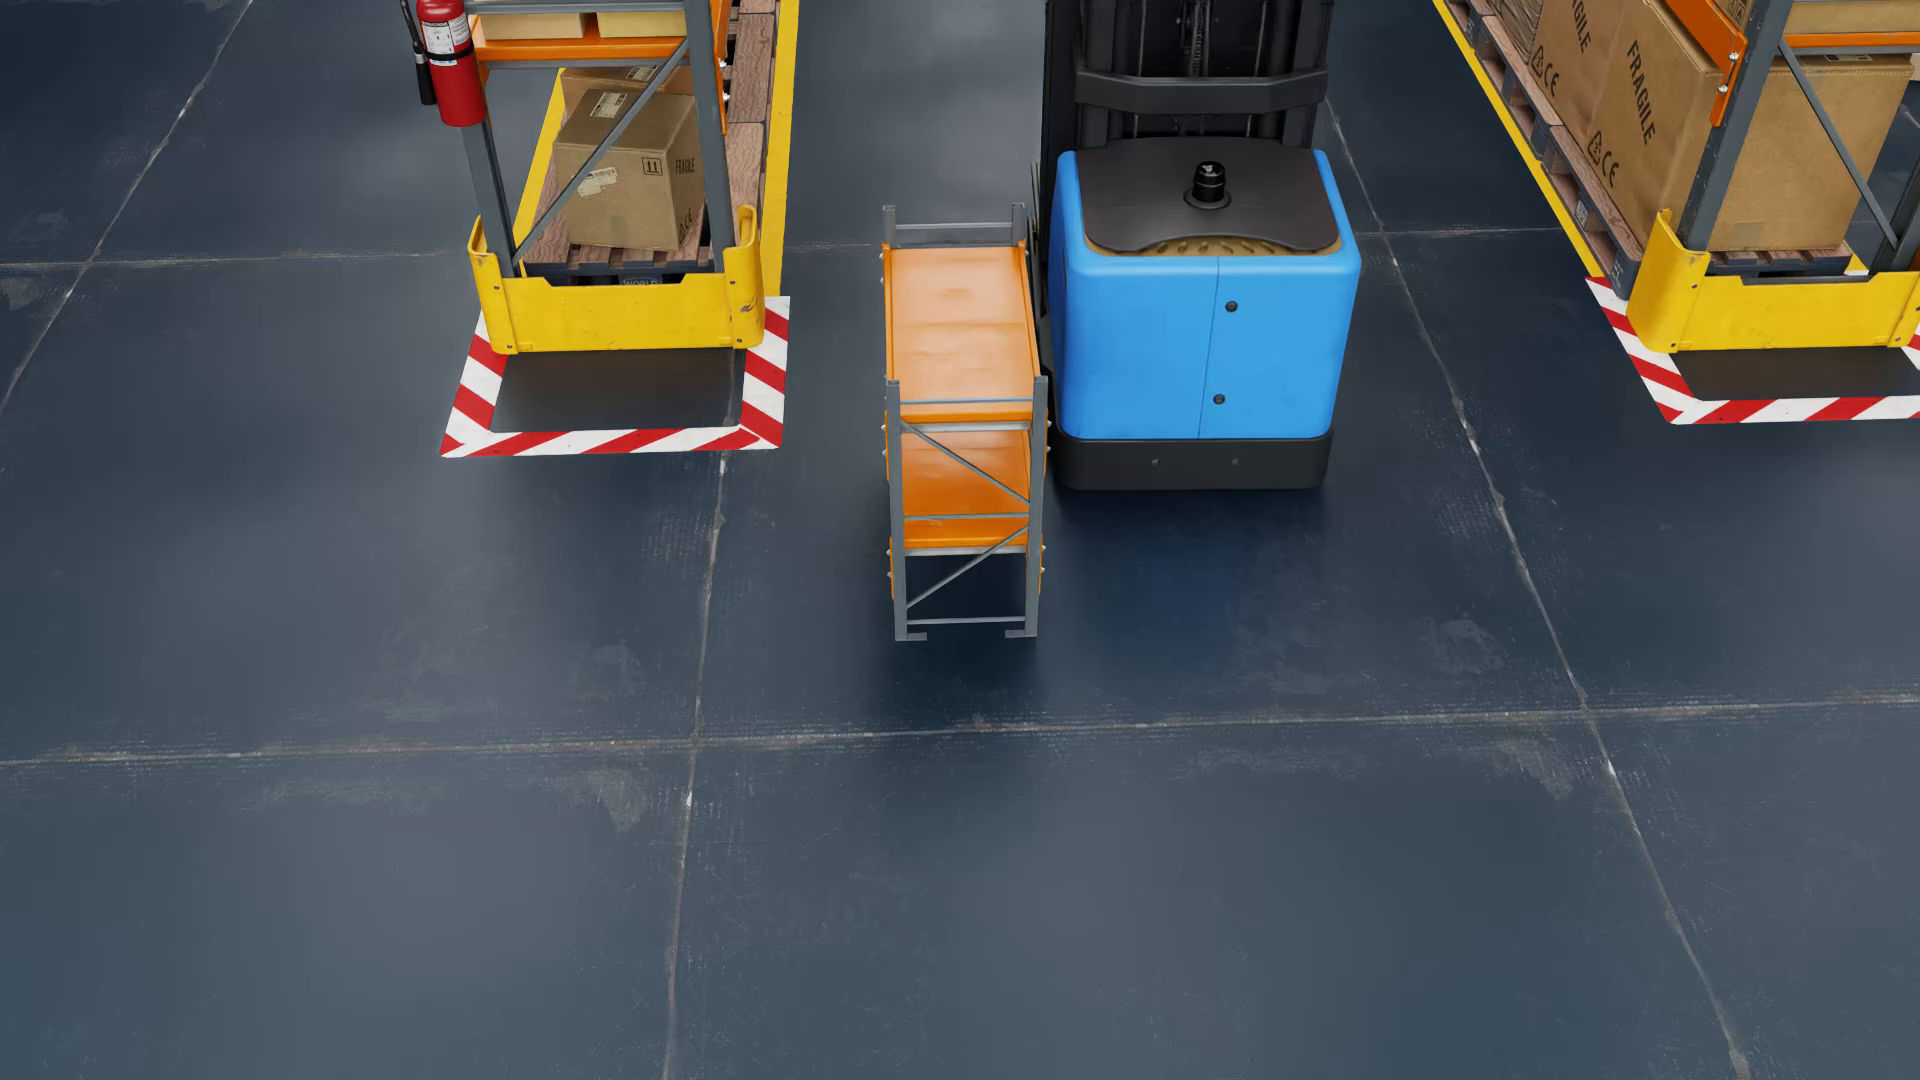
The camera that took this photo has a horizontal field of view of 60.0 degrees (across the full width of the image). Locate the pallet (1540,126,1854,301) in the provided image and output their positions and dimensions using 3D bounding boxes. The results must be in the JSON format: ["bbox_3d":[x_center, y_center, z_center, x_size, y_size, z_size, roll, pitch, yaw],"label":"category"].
[{"bbox_3d":[3.410,-1.564,7.801,1.003,0.211,1.213,-2,43,-2],"label":"pallet"}]

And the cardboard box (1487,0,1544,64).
[{"bbox_3d":[3.352,-3.092,8.665,0.875,0.875,0.875,-1,43,-1],"label":"cardboard box"}]

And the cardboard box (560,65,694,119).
[{"bbox_3d":[-1.507,-2.039,7.793,0.500,0.500,0.500,9,43,9],"label":"cardboard box"}]

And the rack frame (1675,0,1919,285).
[{"bbox_3d":[3.523,-2.055,6.272,1.000,3.000,0.127,-2,43,-2],"label":"rack frame"}]

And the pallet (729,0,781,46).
[{"bbox_3d":[-1.543,-3.201,9.586,1.003,0.211,1.213,-2,43,-2],"label":"pallet"}]

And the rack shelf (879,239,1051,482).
[{"bbox_3d":[0.000,-0.635,5.677,0.538,0.278,1.000,-2,43,-2],"label":"rack shelf"}]

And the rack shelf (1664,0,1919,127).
[{"bbox_3d":[3.438,-3.140,7.988,1.077,0.370,4.000,-2,43,-2],"label":"rack shelf"}]

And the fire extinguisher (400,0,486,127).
[{"bbox_3d":[-1.893,-1.862,6.118,0.296,0.674,0.183,-2,43,-2],"label":"fire extinguisher"}]

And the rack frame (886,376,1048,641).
[{"bbox_3d":[0.021,-0.076,5.500,0.500,1.125,0.032,-2,43,-2],"label":"rack frame"}]

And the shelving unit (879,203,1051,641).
[{"bbox_3d":[0.000,-0.419,5.875,0.538,1.125,1.048,-2,43,-2],"label":"shelving unit"}]

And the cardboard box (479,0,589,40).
[{"bbox_3d":[-1.656,-2.075,6.479,0.380,0.149,0.250,-2,43,-2],"label":"cardboard box"}]

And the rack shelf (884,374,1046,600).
[{"bbox_3d":[0.000,-0.239,6.040,0.538,0.278,1.000,-2,43,-2],"label":"rack shelf"}]

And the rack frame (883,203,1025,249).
[{"bbox_3d":[-0.022,-0.762,6.249,0.500,1.125,0.032,-2,43,-2],"label":"rack frame"}]

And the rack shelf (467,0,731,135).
[{"bbox_3d":[-1.522,-3.066,7.907,1.077,0.370,4.000,-2,43,-2],"label":"rack shelf"}]

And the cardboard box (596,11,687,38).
[{"bbox_3d":[-1.211,-2.087,6.493,0.380,0.149,0.250,-2,43,-2],"label":"cardboard box"}]

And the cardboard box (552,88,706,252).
[{"bbox_3d":[-1.447,-1.636,7.354,0.500,0.500,0.500,6,43,6],"label":"cardboard box"}]

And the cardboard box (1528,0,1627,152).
[{"bbox_3d":[3.388,-2.476,7.993,0.875,0.875,0.875,-2,43,-2],"label":"cardboard box"}]

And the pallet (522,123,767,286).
[{"bbox_3d":[-1.440,-1.554,7.789,1.003,0.211,1.213,-2,43,-2],"label":"pallet"}]

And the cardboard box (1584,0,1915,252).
[{"bbox_3d":[3.428,-1.882,7.345,0.875,0.875,0.875,-1,43,-2],"label":"cardboard box"}]

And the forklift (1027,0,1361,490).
[{"bbox_3d":[0.874,-2.243,6.528,1.130,2.935,3.031,0,43,0],"label":"forklift"}]

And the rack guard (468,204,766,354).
[{"bbox_3d":[-1.440,-1.111,7.092,1.175,0.500,0.348,-2,43,-2],"label":"rack guard"}]

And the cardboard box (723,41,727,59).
[{"bbox_3d":[-1.493,-2.840,8.668,0.500,0.500,0.500,-5,43,-6],"label":"cardboard box"}]

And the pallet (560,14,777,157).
[{"bbox_3d":[-1.488,-2.375,8.685,1.003,0.211,1.213,-2,43,-2],"label":"pallet"}]

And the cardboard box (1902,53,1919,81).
[{"bbox_3d":[5.266,-2.640,8.933,0.396,0.266,0.258,5,43,6],"label":"cardboard box"}]

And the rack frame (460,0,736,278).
[{"bbox_3d":[-1.437,-1.981,6.191,1.000,3.000,0.127,-2,43,-2],"label":"rack frame"}]

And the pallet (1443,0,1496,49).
[{"bbox_3d":[3.307,-3.212,9.598,1.003,0.211,1.213,-2,43,-2],"label":"pallet"}]

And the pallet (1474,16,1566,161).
[{"bbox_3d":[3.362,-2.386,8.697,1.003,0.211,1.213,-2,43,-2],"label":"pallet"}]

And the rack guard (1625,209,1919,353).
[{"bbox_3d":[3.524,-1.117,7.099,1.175,0.500,0.348,-2,43,-2],"label":"rack guard"}]

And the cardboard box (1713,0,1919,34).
[{"bbox_3d":[3.462,-2.359,6.493,0.875,0.550,0.550,-2,43,-2],"label":"cardboard box"}]
